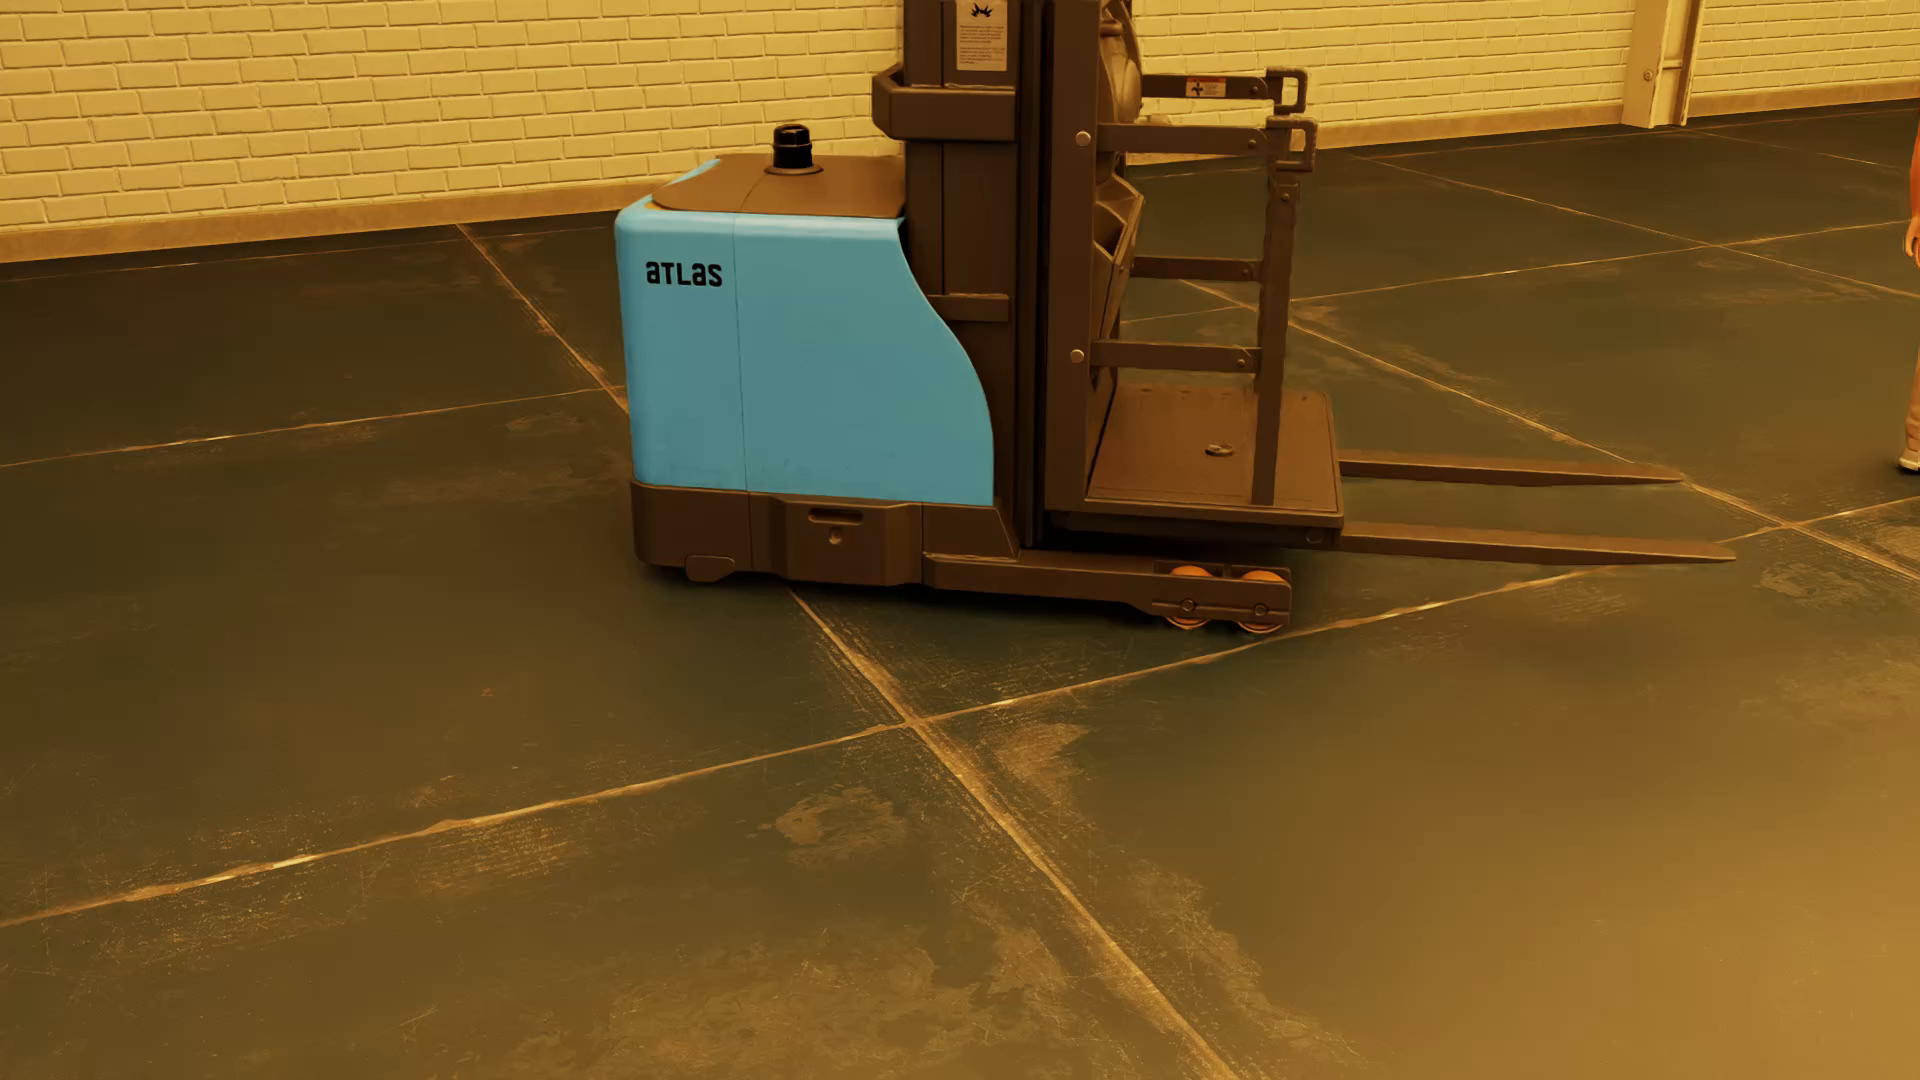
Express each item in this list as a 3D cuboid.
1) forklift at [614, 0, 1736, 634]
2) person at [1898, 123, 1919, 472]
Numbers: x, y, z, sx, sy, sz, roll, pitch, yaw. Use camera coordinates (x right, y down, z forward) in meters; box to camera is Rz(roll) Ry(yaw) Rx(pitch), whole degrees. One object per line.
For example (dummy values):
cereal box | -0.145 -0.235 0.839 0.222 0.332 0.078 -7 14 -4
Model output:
forklift | 0.621 -1.321 4.466 3.031 2.935 1.130 4 23 9
person | 3.335 -0.960 5.222 0.490 1.759 0.619 -12 25 -27
